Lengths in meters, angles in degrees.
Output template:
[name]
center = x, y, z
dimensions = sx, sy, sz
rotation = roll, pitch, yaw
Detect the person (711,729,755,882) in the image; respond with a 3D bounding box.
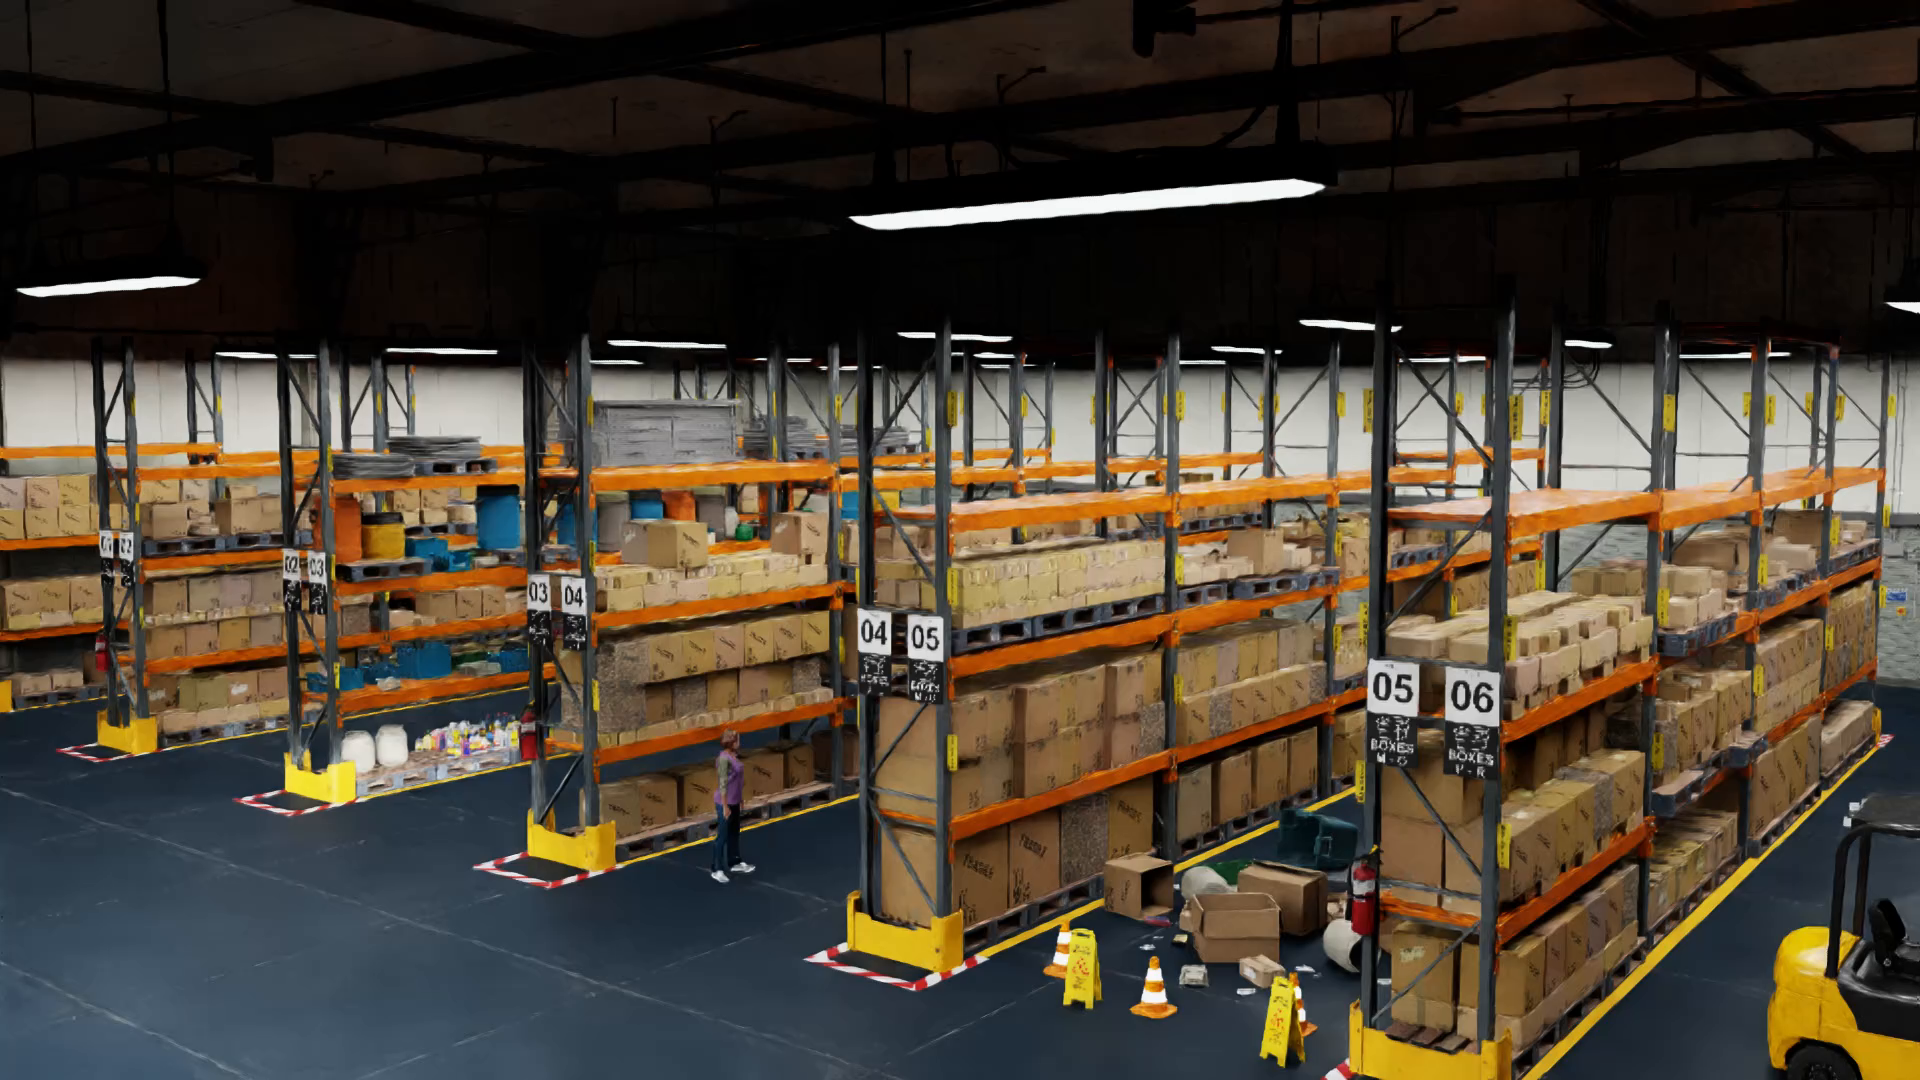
[person]
center = -2.439, 2.809, 17.760
dimensions = 0.419, 1.603, 0.504
rotation = 1, 5, 9
